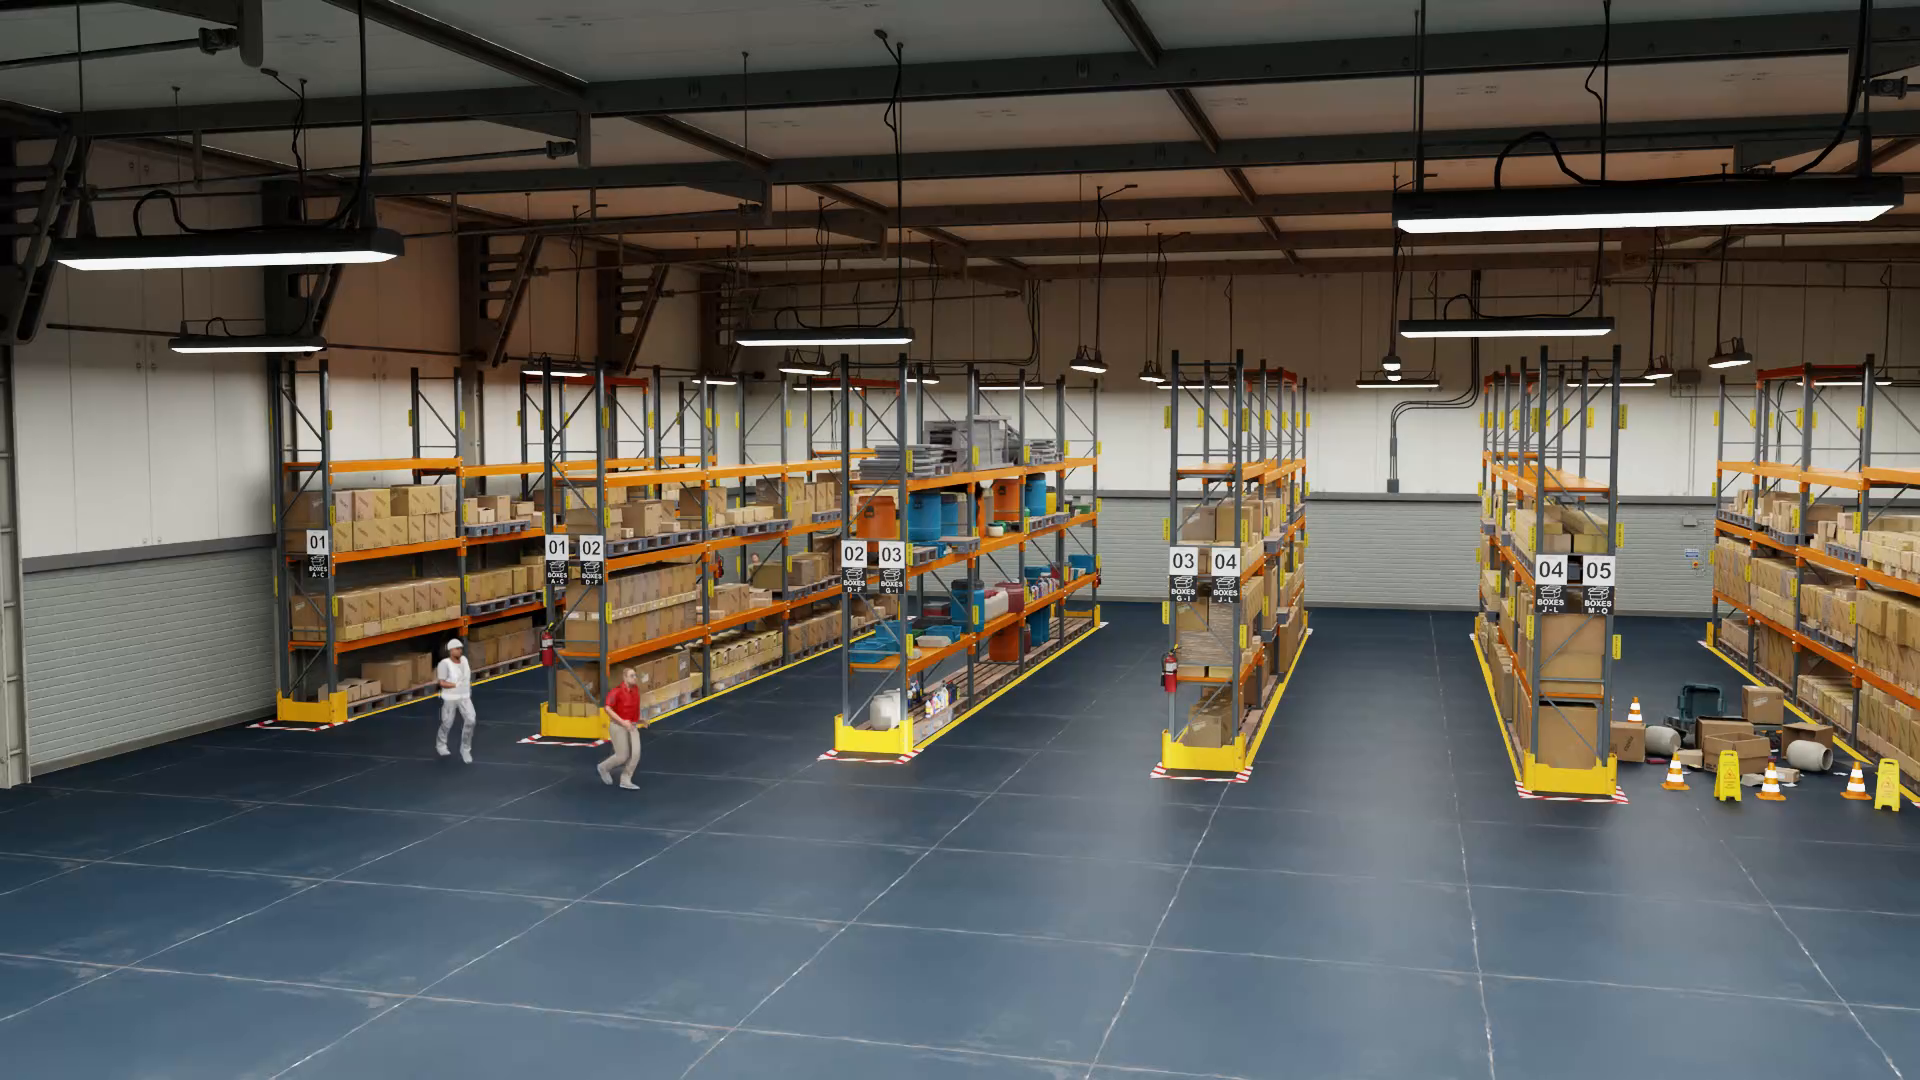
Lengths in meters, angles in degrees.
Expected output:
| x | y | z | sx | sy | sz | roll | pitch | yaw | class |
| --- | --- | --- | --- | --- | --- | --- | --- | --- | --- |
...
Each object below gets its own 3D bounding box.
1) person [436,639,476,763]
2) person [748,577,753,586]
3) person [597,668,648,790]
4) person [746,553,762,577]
| x | y | z | sx | sy | sz | roll | pitch | yaw | class |
| --- | --- | --- | --- | --- | --- | --- | --- | --- | --- |
| -7.388 | 2.362 | 24.385 | 0.857 | 1.836 | 0.641 | 4 | 6 | 42 | person |
| -4.755 | 1.468 | 39.824 | 0.660 | 1.335 | 0.981 | 0 | 4 | -1 | person |
| -4.612 | 2.555 | 22.604 | 0.698 | 1.672 | 0.662 | 3 | 5 | 34 | person |
| -5.086 | 1.153 | 42.396 | 0.692 | 1.666 | 0.680 | 0 | 4 | 0 | person |
